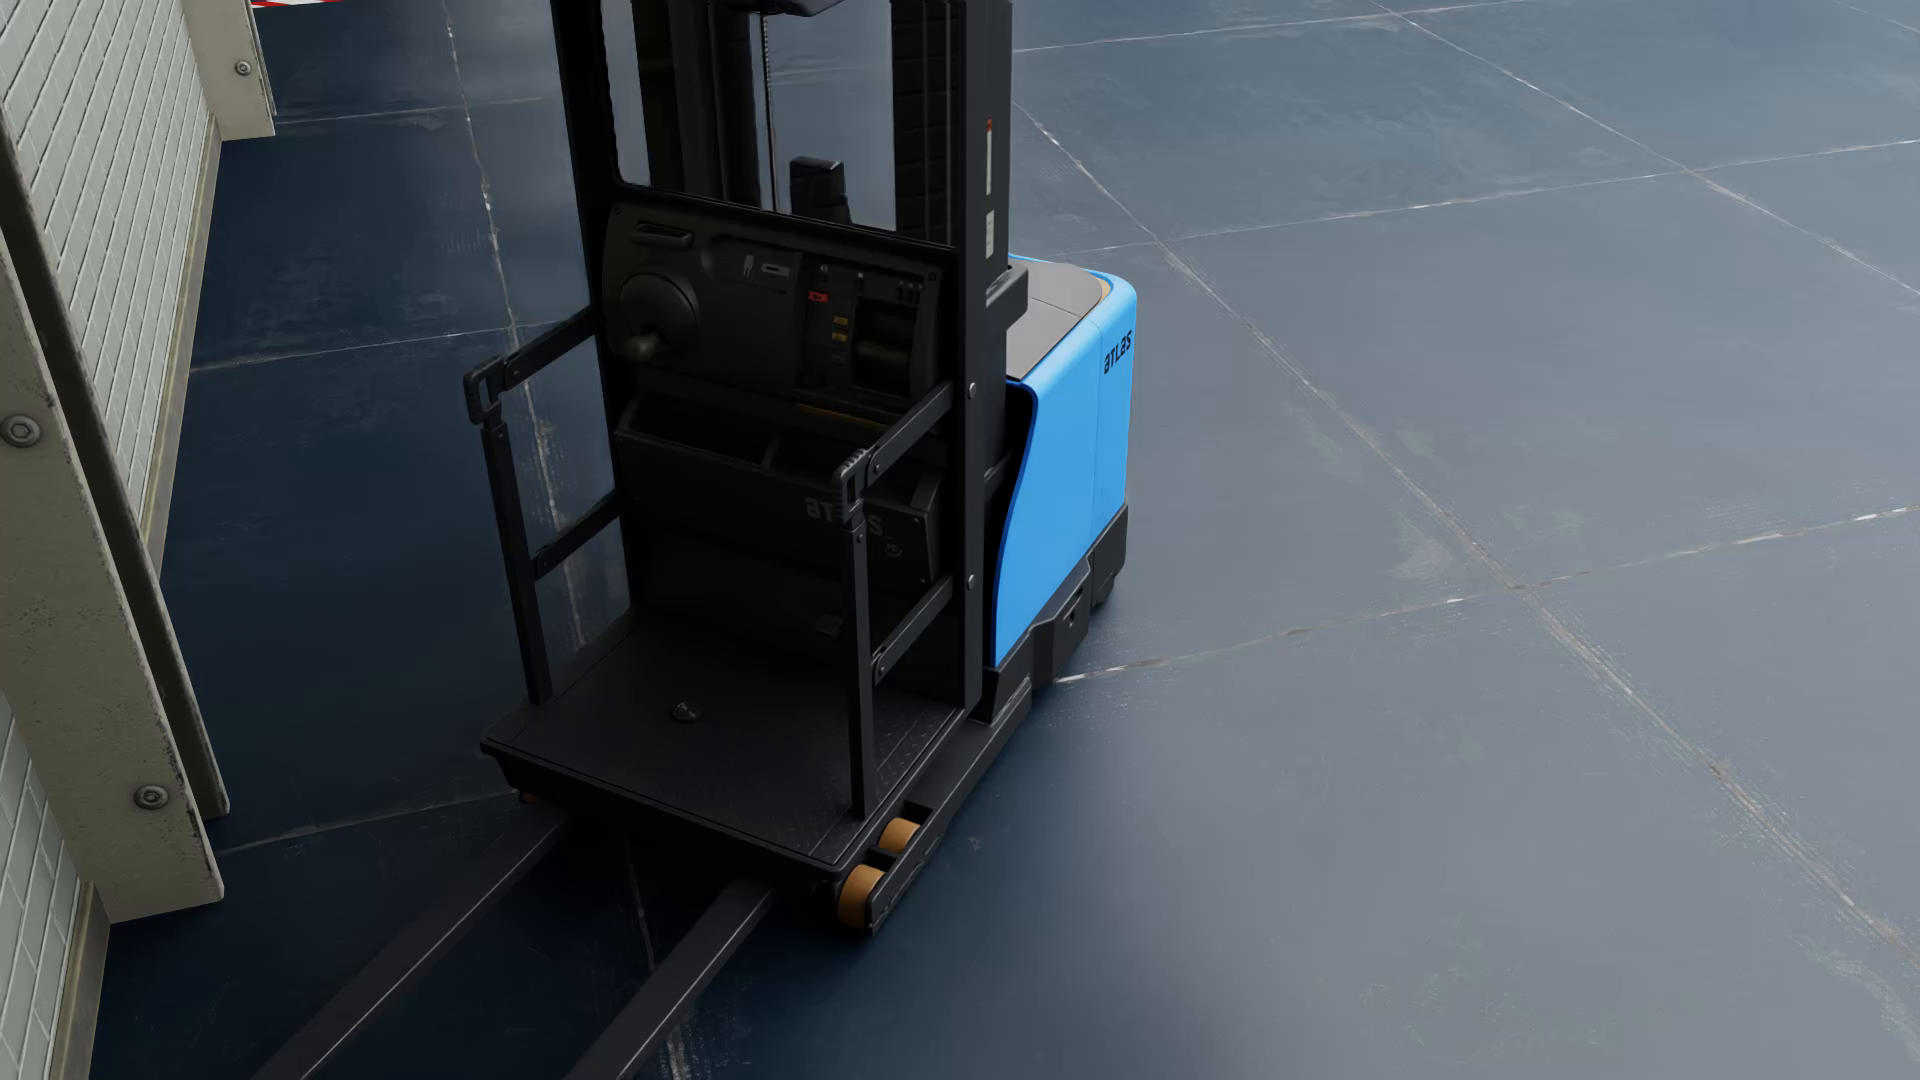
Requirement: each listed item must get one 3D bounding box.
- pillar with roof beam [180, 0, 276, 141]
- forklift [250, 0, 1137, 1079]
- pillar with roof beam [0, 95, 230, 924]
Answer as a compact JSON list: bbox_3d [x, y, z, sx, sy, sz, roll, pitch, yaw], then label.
[{"bbox_3d":[0.143,-6.769,7.831,9.100,9.000,0.400,-10,35,-15],"label":"pillar with roof beam"},{"bbox_3d":[-0.561,-0.507,3.858,1.130,2.935,3.031,15,36,22],"label":"forklift"},{"bbox_3d":[1.973,-3.619,3.064,9.100,9.000,0.400,-10,35,-15],"label":"pillar with roof beam"}]
